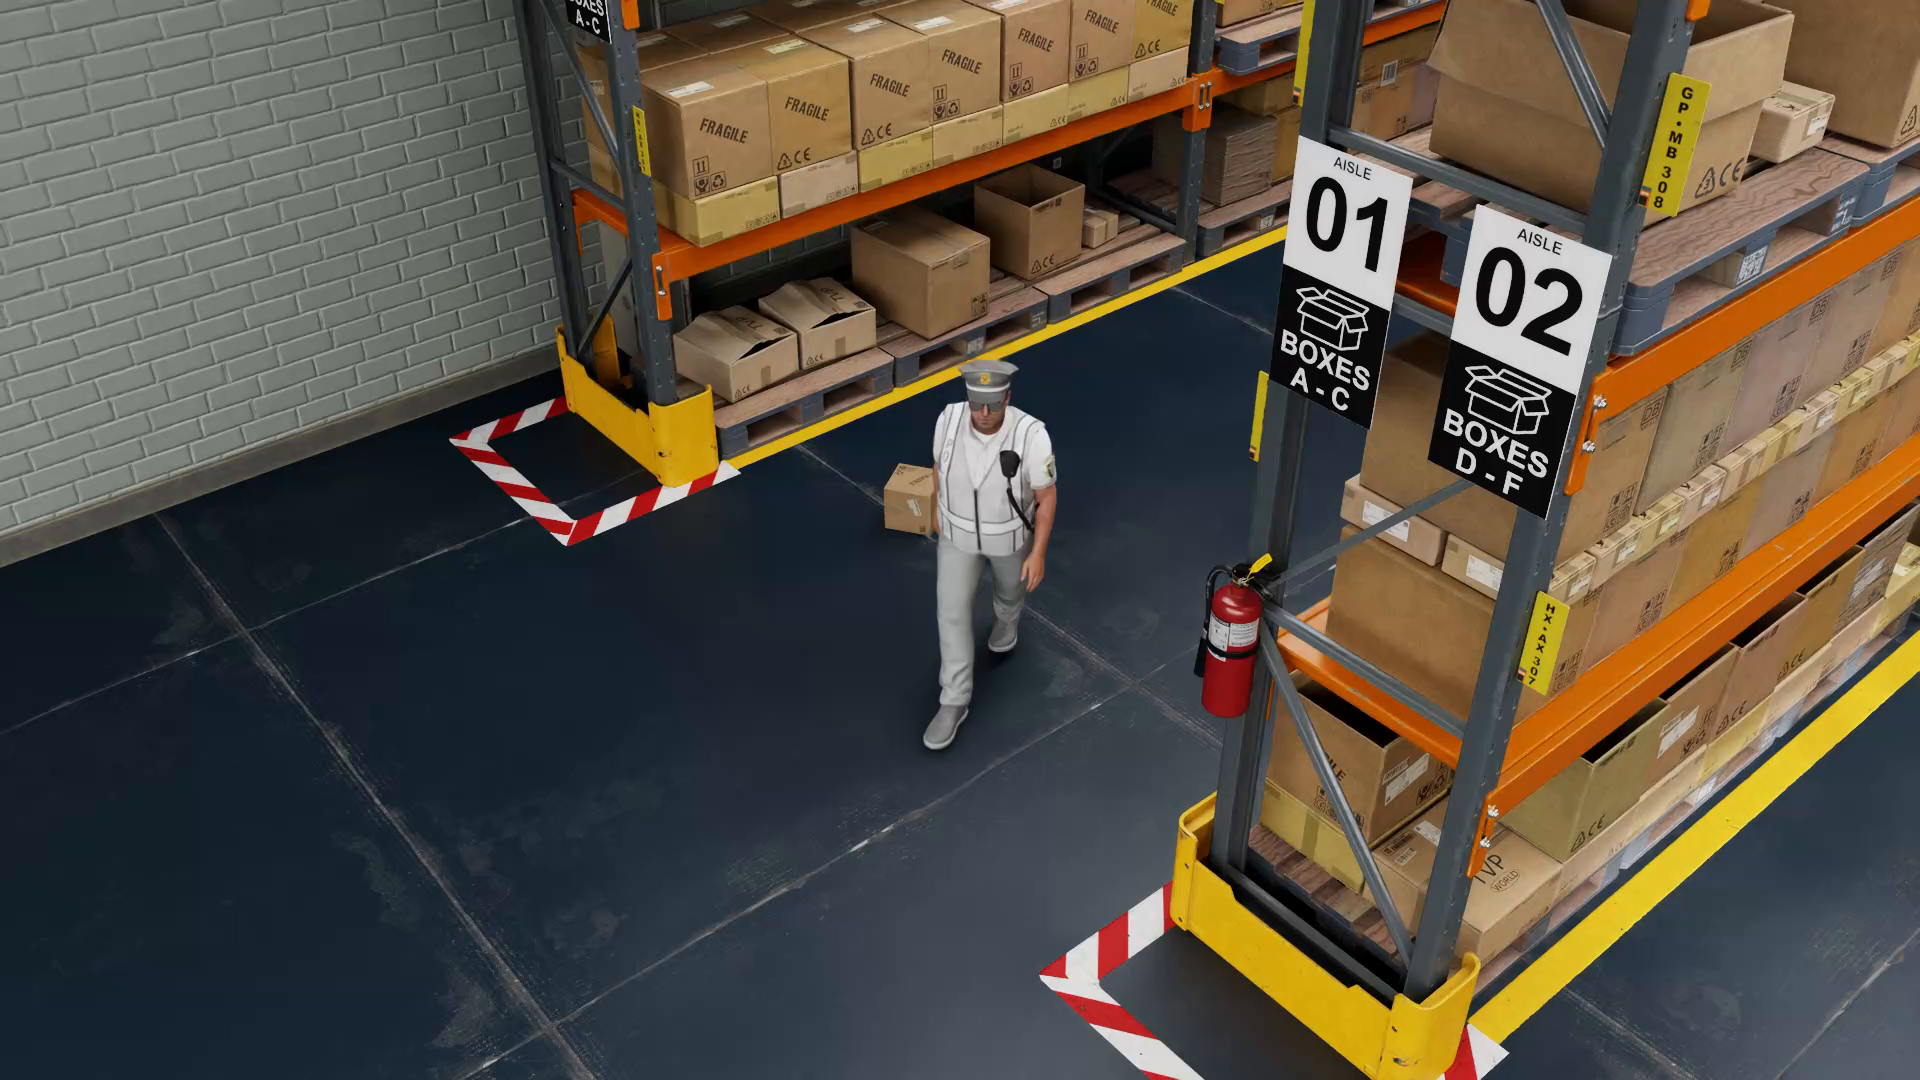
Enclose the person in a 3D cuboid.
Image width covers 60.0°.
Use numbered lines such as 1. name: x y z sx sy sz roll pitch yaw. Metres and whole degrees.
1. person: 0.123 -0.034 7.098 0.570 1.694 1.037 6 36 8
